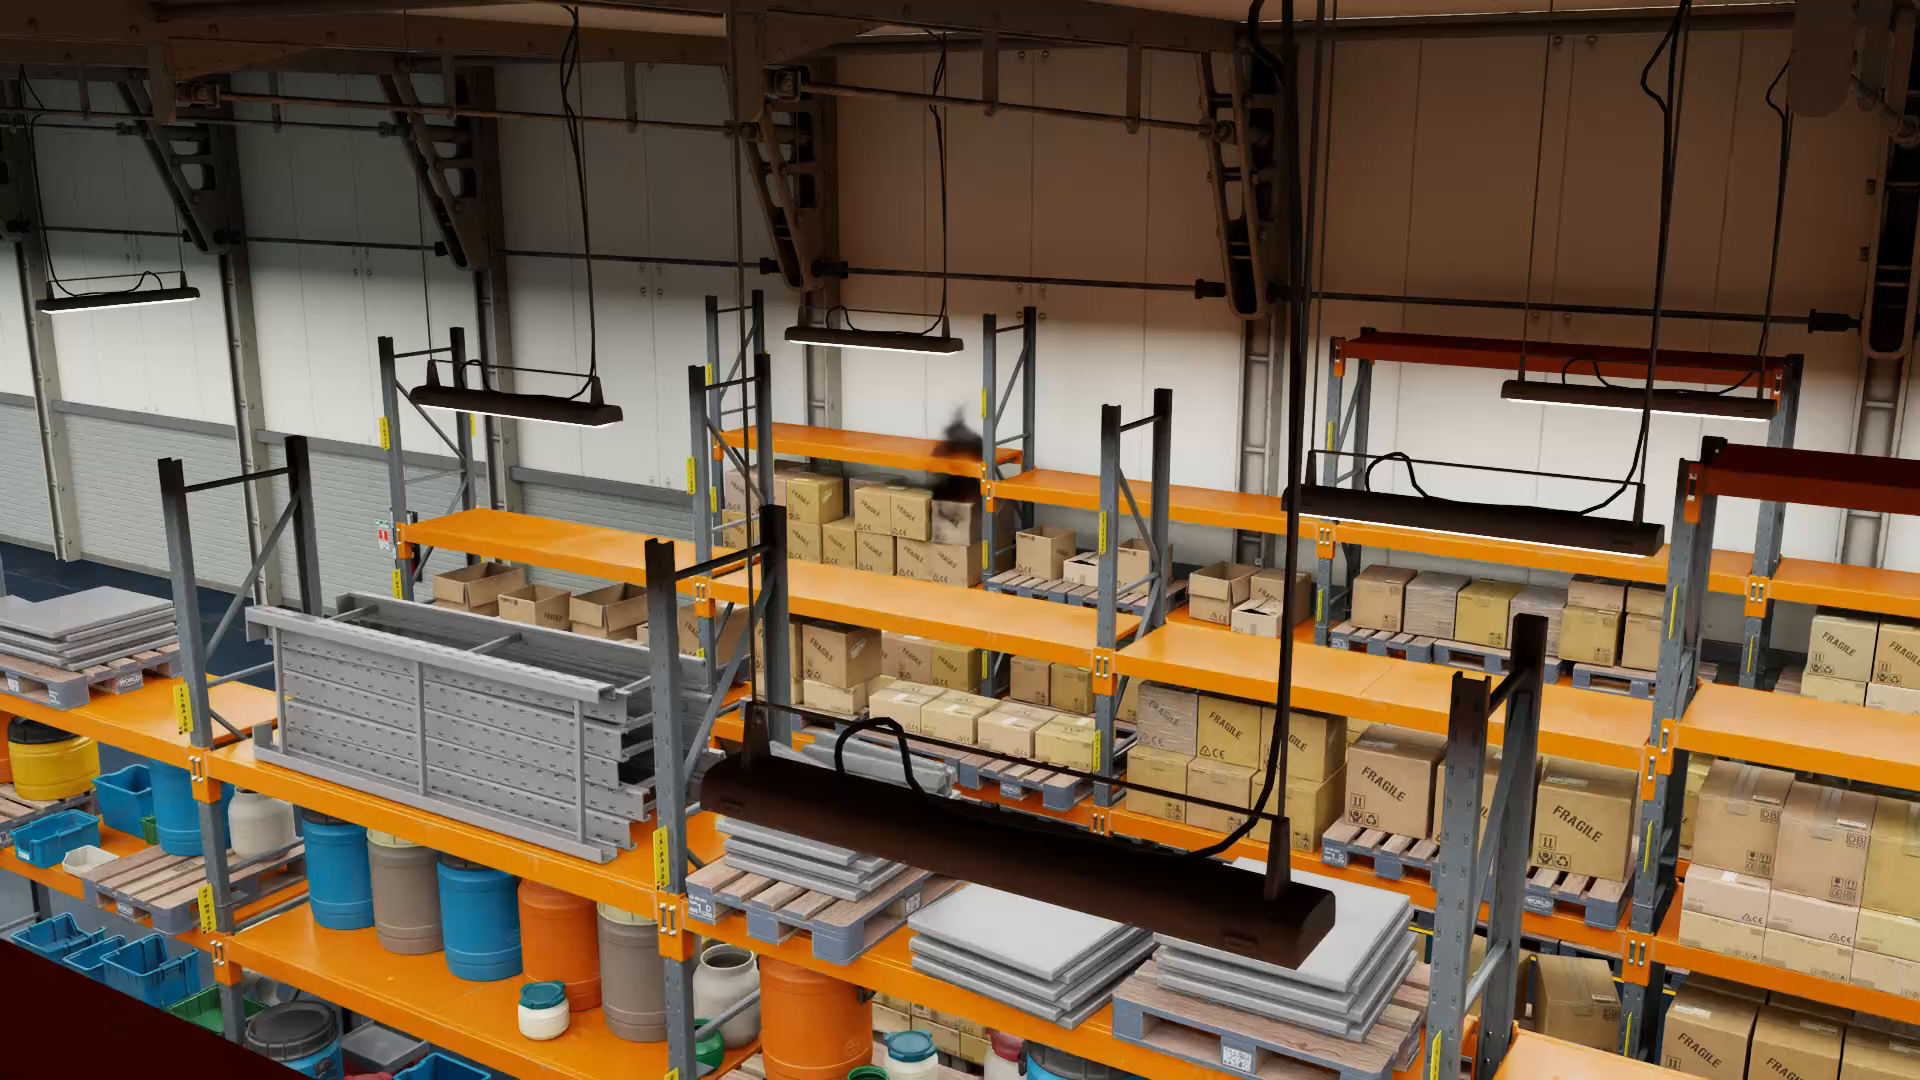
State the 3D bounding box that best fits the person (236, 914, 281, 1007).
[{"bbox_3d":[-6.236,3.758,14.643,0.661,1.695,0.586,6,15,23],"label":"person"}]
